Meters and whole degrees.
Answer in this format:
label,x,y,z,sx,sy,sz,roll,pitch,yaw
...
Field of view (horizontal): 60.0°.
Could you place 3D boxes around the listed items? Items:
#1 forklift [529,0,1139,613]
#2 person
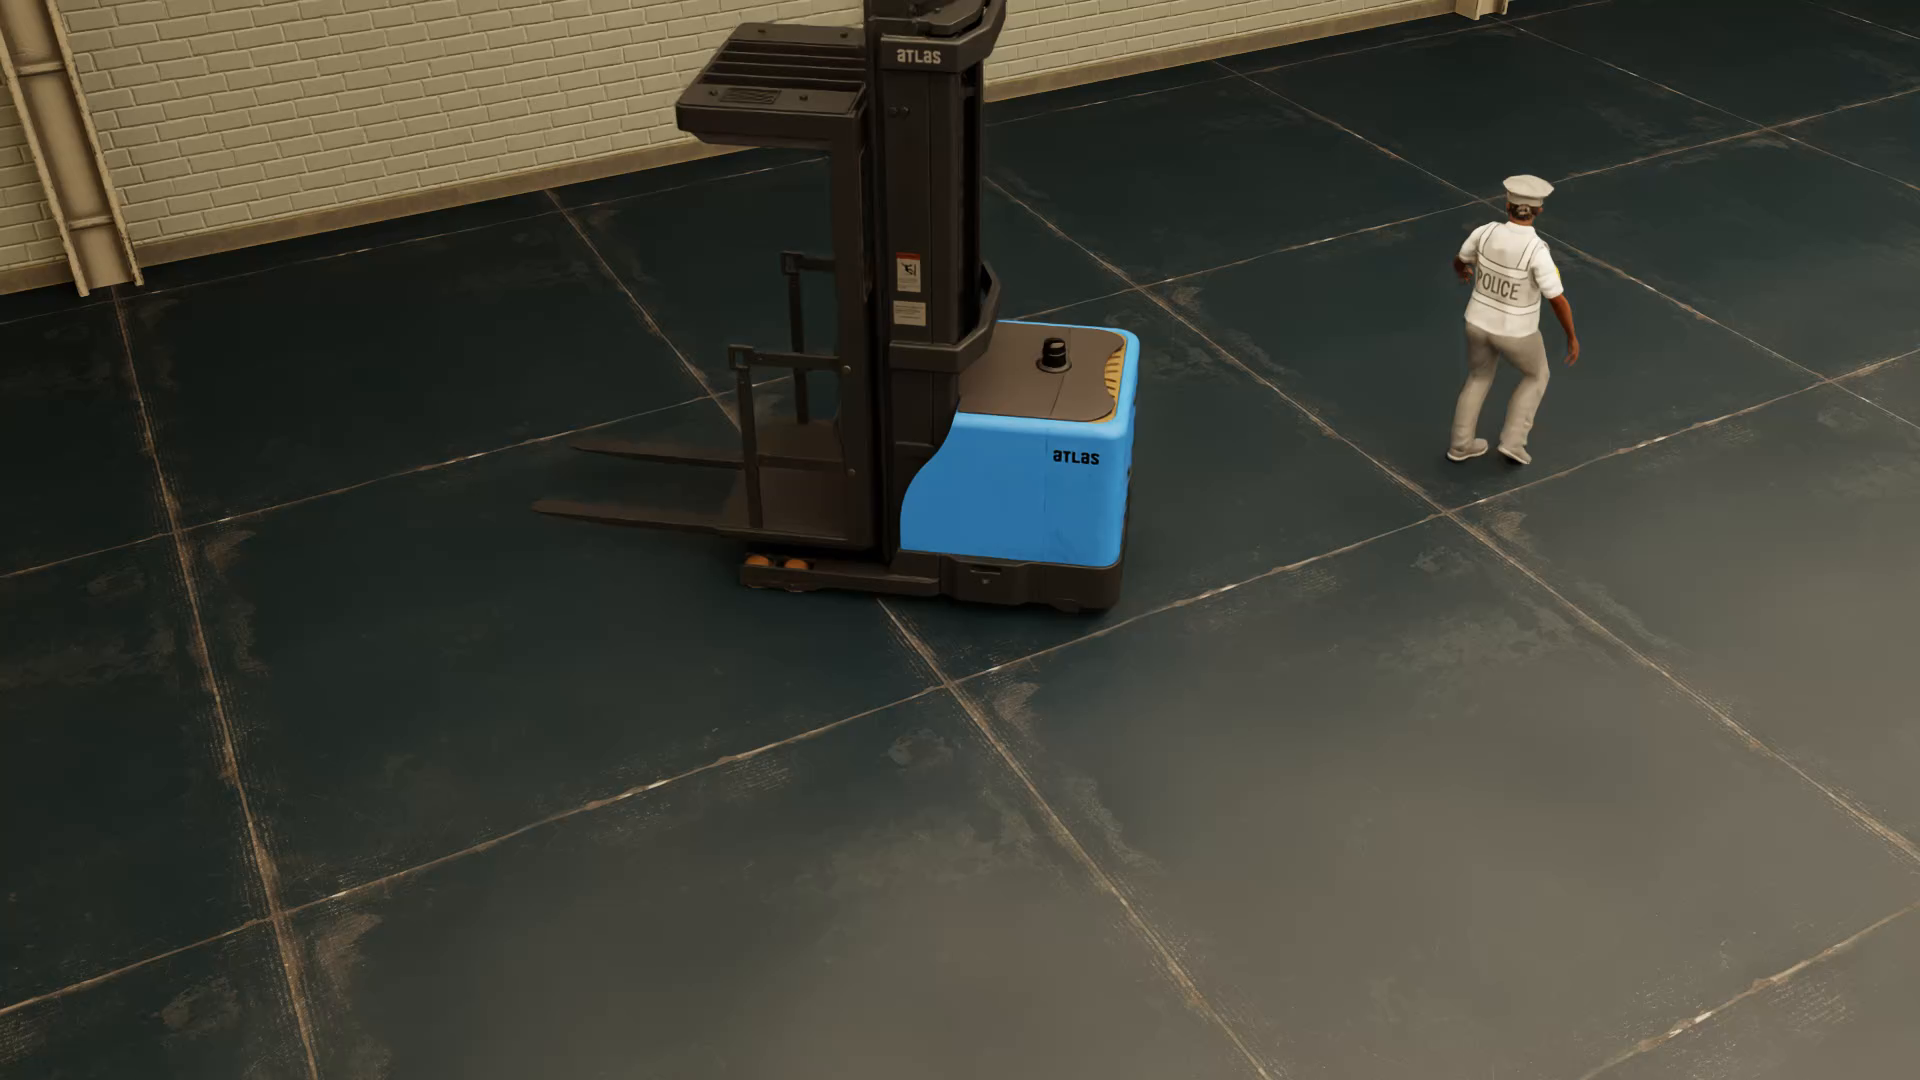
label,x,y,z,sx,sy,sz,roll,pitch,yaw
forklift,-0.657,-1.230,7.862,3.031,2.935,1.130,5,36,7
person,2.912,-1.136,8.894,0.459,1.682,0.834,-26,43,-32
